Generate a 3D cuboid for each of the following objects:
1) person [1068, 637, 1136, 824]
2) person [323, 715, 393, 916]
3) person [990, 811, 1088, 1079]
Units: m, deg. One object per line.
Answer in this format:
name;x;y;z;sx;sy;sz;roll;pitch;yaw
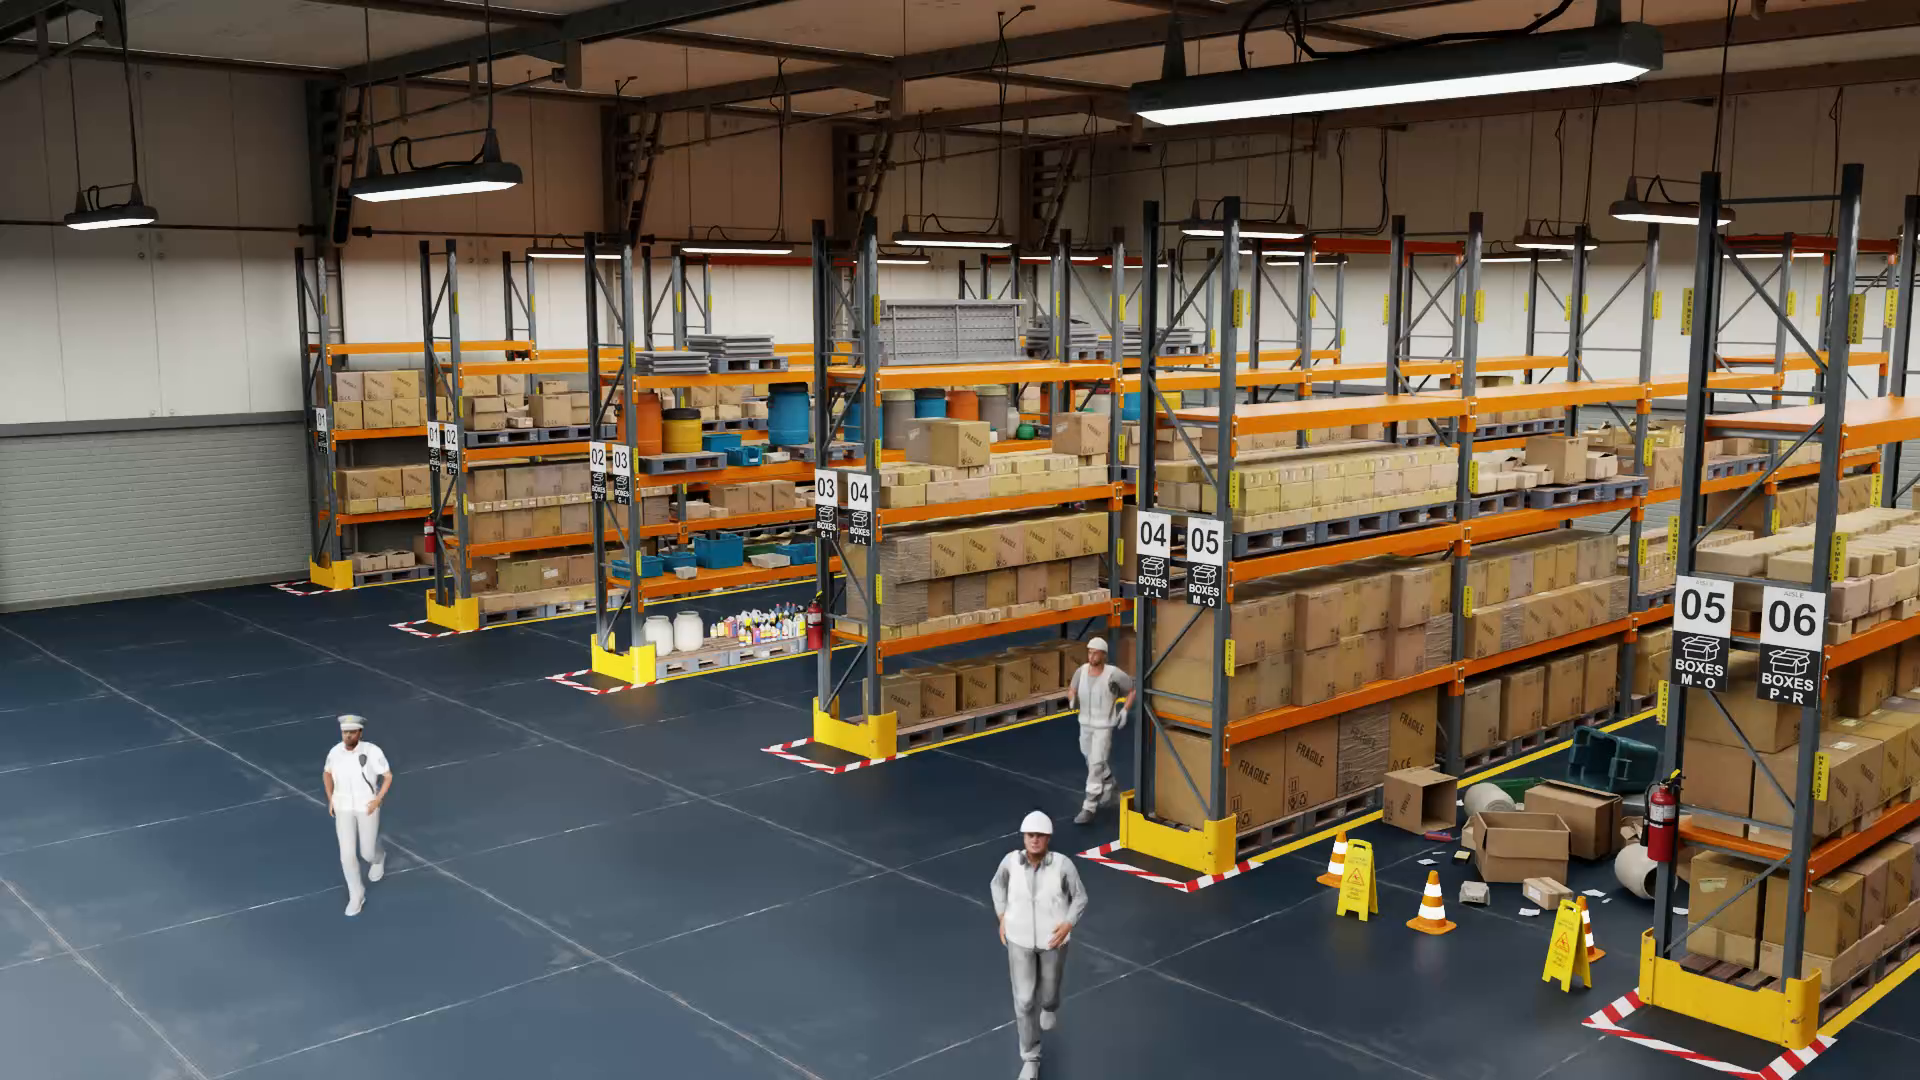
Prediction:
person;1.349;1.836;16.487;0.665;1.770;0.928;7;11;38
person;-5.144;2.283;14.223;0.597;1.685;0.740;-1;8;-8
person;0.528;2.677;11.239;0.673;1.771;0.849;1;8;6
